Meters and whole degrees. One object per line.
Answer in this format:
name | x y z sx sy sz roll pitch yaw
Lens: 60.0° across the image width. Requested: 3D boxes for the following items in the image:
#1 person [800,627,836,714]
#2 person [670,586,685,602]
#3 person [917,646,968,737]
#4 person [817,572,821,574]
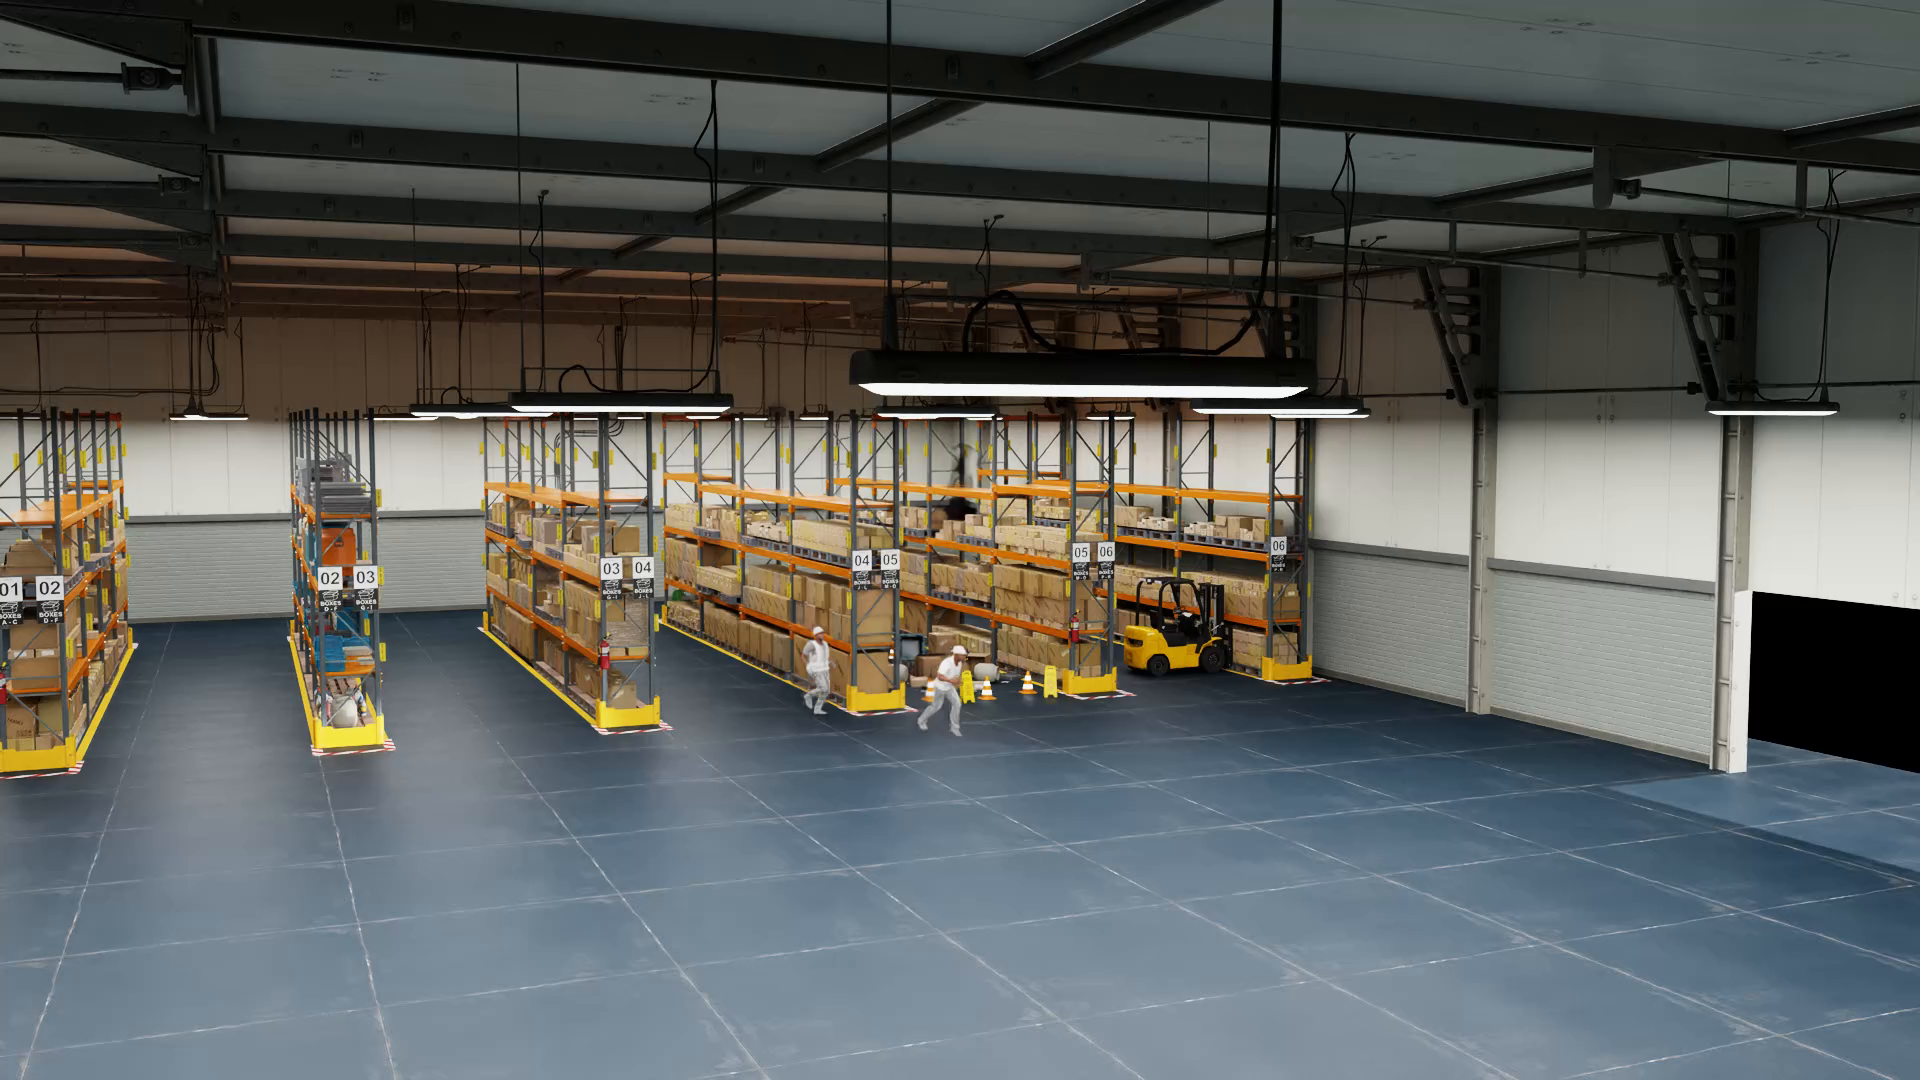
person | -2.759 2.570 32.693 0.596 1.733 0.687 3 5 36
person | -8.187 1.443 48.996 0.794 1.773 0.714 -1 4 -18
person | -0.322 2.770 30.578 1.043 1.719 0.745 2 5 28
person | -3.741 1.751 44.044 0.642 1.800 0.893 -1 4 -20
